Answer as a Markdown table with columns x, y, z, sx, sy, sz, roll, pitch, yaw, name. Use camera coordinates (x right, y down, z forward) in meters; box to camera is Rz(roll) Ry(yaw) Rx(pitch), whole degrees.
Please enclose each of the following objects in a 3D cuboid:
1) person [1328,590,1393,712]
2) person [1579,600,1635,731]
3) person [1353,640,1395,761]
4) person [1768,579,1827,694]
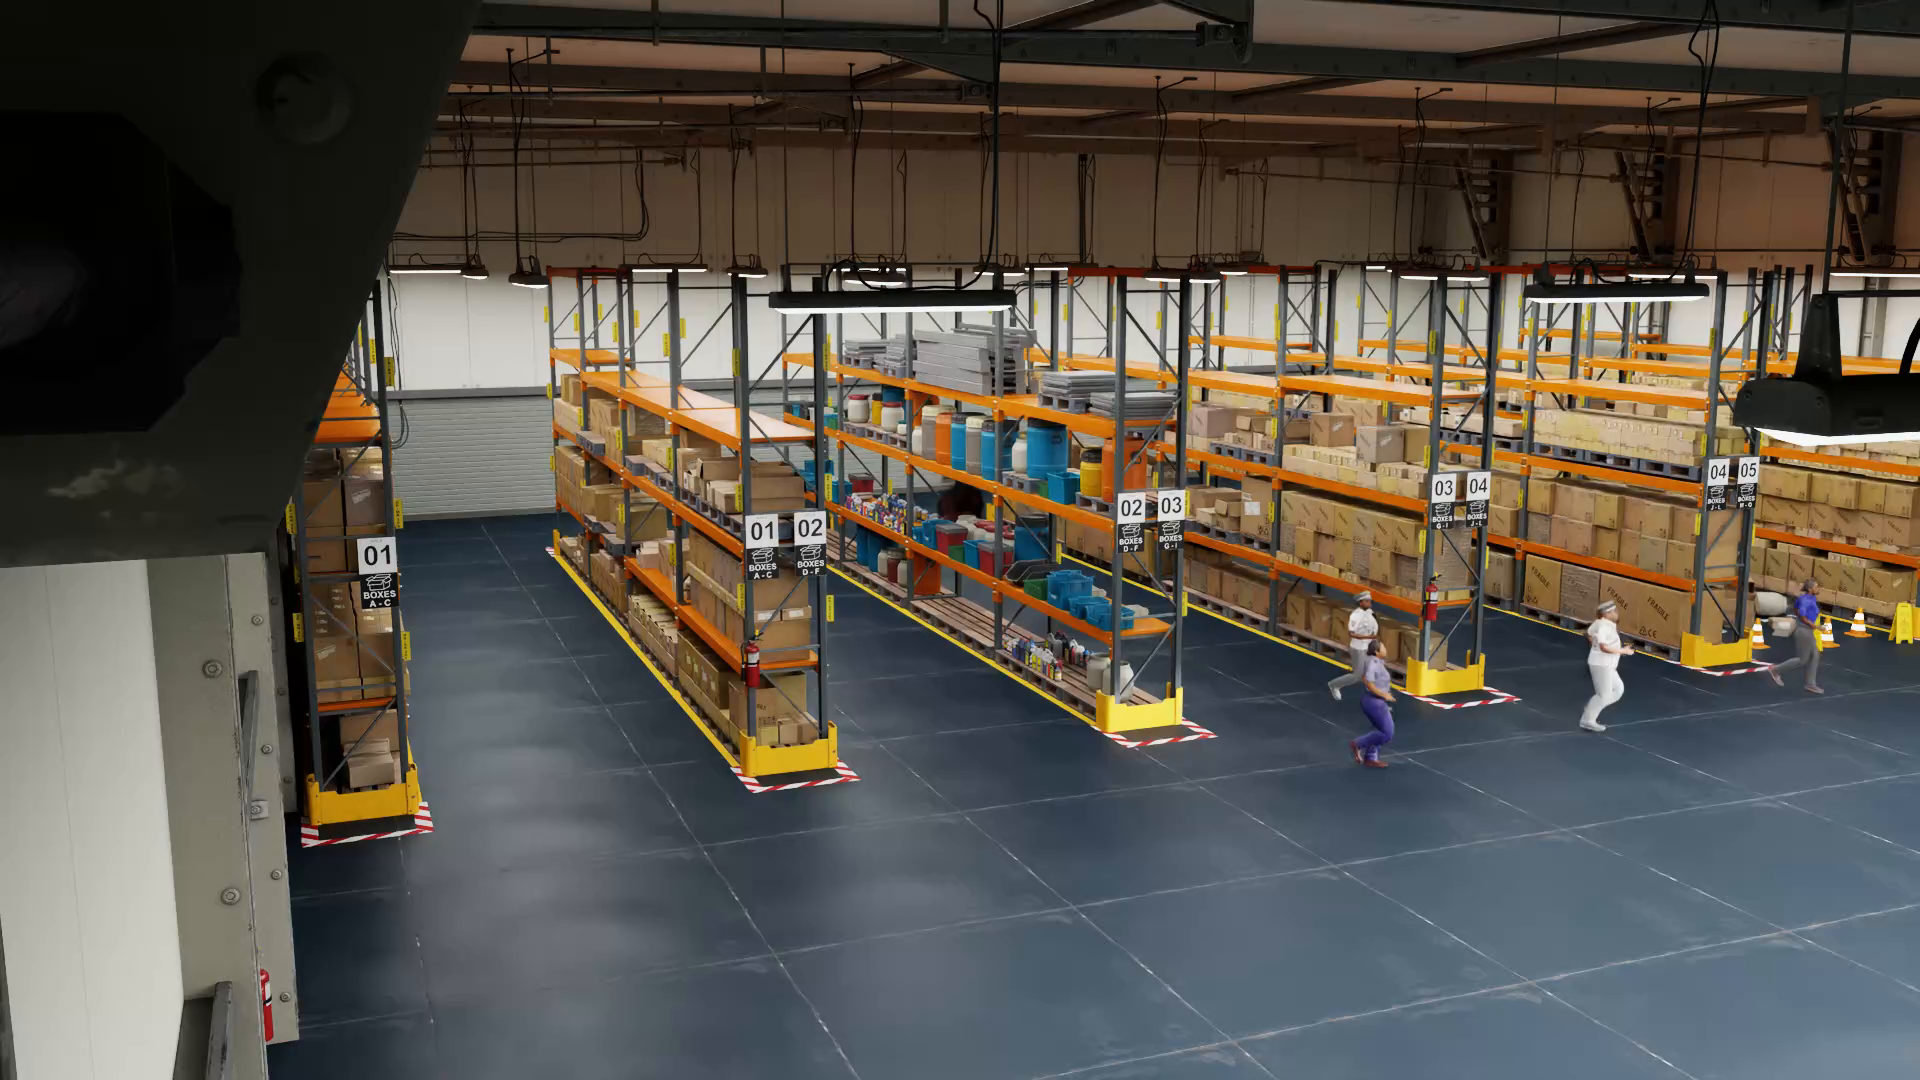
| x | y | z | sx | sy | sz | roll | pitch | yaw | name |
| --- | --- | --- | --- | --- | --- | --- | --- | --- | --- |
| 5.647 | 1.508 | 23.127 | 0.610 | 1.654 | 0.981 | -8 | 13 | -40 | person |
| 8.630 | 1.665 | 22.133 | 0.632 | 1.751 | 0.670 | 4 | 11 | 20 | person |
| 5.101 | 1.985 | 20.493 | 0.496 | 1.521 | 0.596 | 1 | 10 | 5 | person |
| 12.175 | 1.377 | 24.070 | 0.769 | 1.664 | 0.600 | 5 | 11 | 27 | person |
